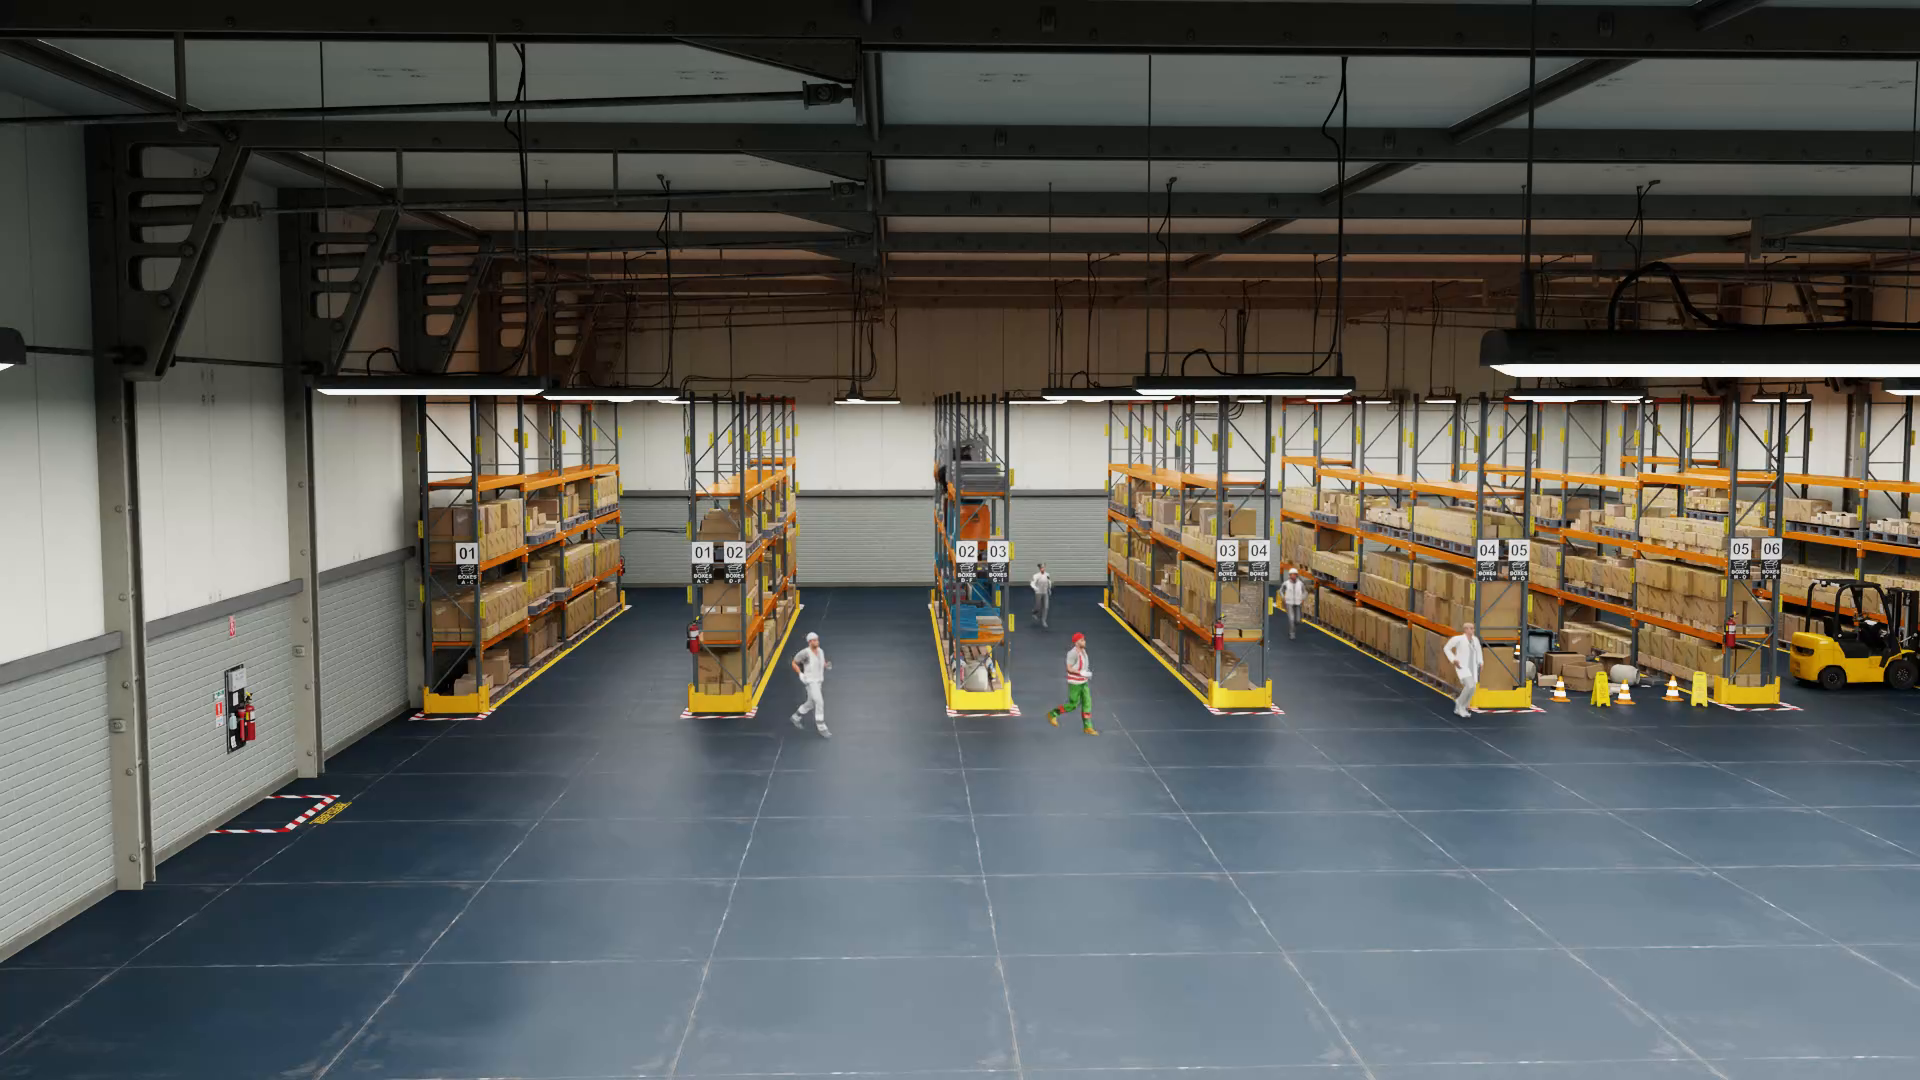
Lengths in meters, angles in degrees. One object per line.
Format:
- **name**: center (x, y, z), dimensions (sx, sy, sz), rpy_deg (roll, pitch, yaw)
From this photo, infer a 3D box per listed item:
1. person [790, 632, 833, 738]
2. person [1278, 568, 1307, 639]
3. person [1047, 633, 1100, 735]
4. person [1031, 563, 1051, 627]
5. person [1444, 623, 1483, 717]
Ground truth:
- **person**: center (-2.570, 2.499, 29.015), dimensions (0.922, 1.804, 0.633), rpy_deg (3, 5, 30)
- **person**: center (8.224, 1.561, 41.113), dimensions (0.695, 1.737, 0.771), rpy_deg (0, 5, 1)
- **person**: center (2.017, 2.505, 29.144), dimensions (0.951, 1.787, 0.667), rpy_deg (3, 5, 30)
- **person**: center (2.123, 1.407, 43.602), dimensions (0.603, 1.677, 0.818), rpy_deg (-1, 5, -17)
- **person**: center (9.349, 2.393, 30.656), dimensions (0.731, 1.743, 0.630), rpy_deg (-2, 5, -22)
